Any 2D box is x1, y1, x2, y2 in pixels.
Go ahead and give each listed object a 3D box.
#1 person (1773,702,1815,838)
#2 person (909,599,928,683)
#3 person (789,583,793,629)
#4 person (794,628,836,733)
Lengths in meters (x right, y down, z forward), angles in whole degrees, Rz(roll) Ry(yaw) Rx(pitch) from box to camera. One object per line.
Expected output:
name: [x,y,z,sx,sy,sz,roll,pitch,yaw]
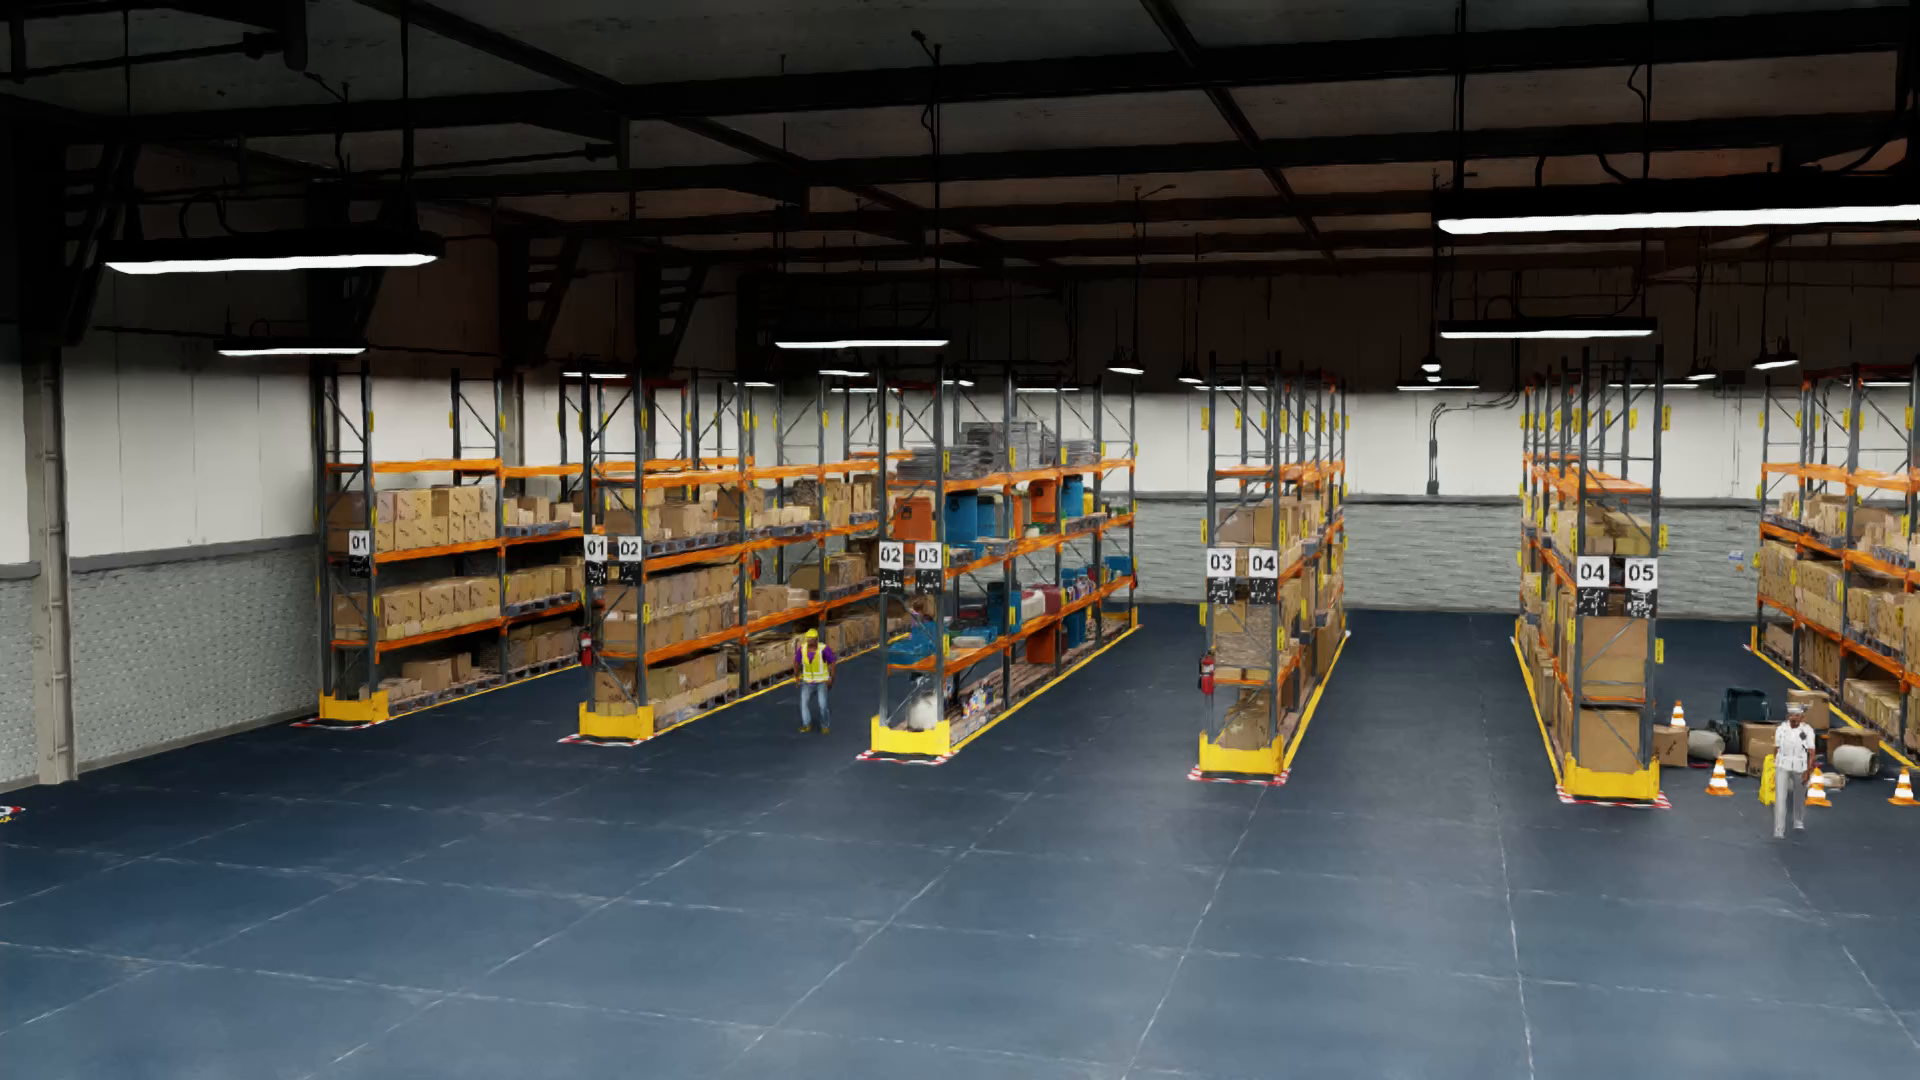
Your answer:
person: [10.047,2.747,20.032,0.441,1.618,0.992,2,5,25]
person: [-0.782,1.926,31.727,0.406,1.600,0.468,-1,4,-15]
person: [-3.810,1.360,39.772,0.598,1.619,0.507,1,4,14]
person: [-2.333,2.253,26.622,0.719,1.714,0.578,1,4,14]
